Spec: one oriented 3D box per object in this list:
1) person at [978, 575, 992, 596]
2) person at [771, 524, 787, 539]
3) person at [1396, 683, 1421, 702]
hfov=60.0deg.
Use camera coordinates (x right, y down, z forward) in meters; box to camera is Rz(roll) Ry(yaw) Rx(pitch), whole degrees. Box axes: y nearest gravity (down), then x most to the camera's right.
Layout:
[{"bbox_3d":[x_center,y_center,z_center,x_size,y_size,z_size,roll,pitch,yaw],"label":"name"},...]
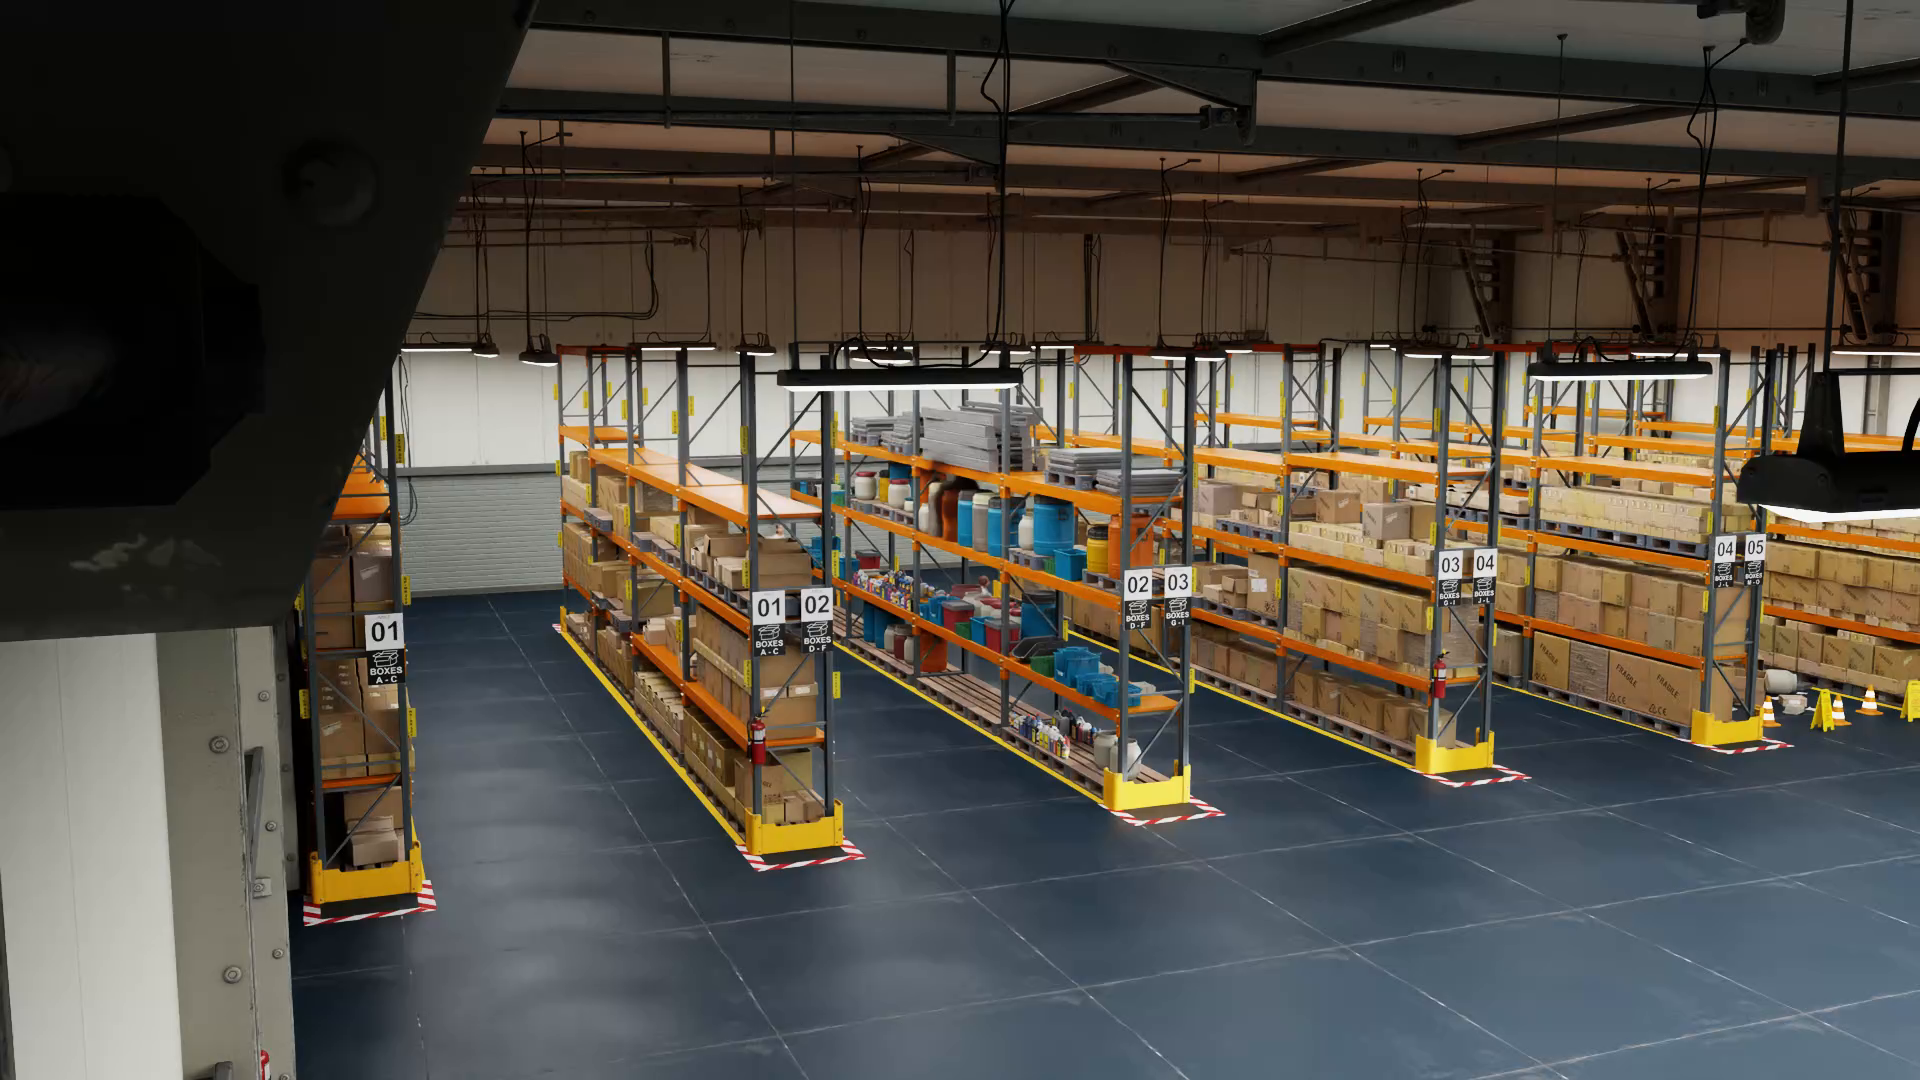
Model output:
[{"bbox_3d":[0.497,1.469,32.133,0.378,1.613,0.499,0,7,3],"label":"person"},{"bbox_3d":[-4.268,0.430,40.070,0.611,1.669,0.477,5,9,34],"label":"person"},{"bbox_3d":[7.499,1.894,28.043,0.610,1.779,0.516,6,9,40],"label":"person"}]
